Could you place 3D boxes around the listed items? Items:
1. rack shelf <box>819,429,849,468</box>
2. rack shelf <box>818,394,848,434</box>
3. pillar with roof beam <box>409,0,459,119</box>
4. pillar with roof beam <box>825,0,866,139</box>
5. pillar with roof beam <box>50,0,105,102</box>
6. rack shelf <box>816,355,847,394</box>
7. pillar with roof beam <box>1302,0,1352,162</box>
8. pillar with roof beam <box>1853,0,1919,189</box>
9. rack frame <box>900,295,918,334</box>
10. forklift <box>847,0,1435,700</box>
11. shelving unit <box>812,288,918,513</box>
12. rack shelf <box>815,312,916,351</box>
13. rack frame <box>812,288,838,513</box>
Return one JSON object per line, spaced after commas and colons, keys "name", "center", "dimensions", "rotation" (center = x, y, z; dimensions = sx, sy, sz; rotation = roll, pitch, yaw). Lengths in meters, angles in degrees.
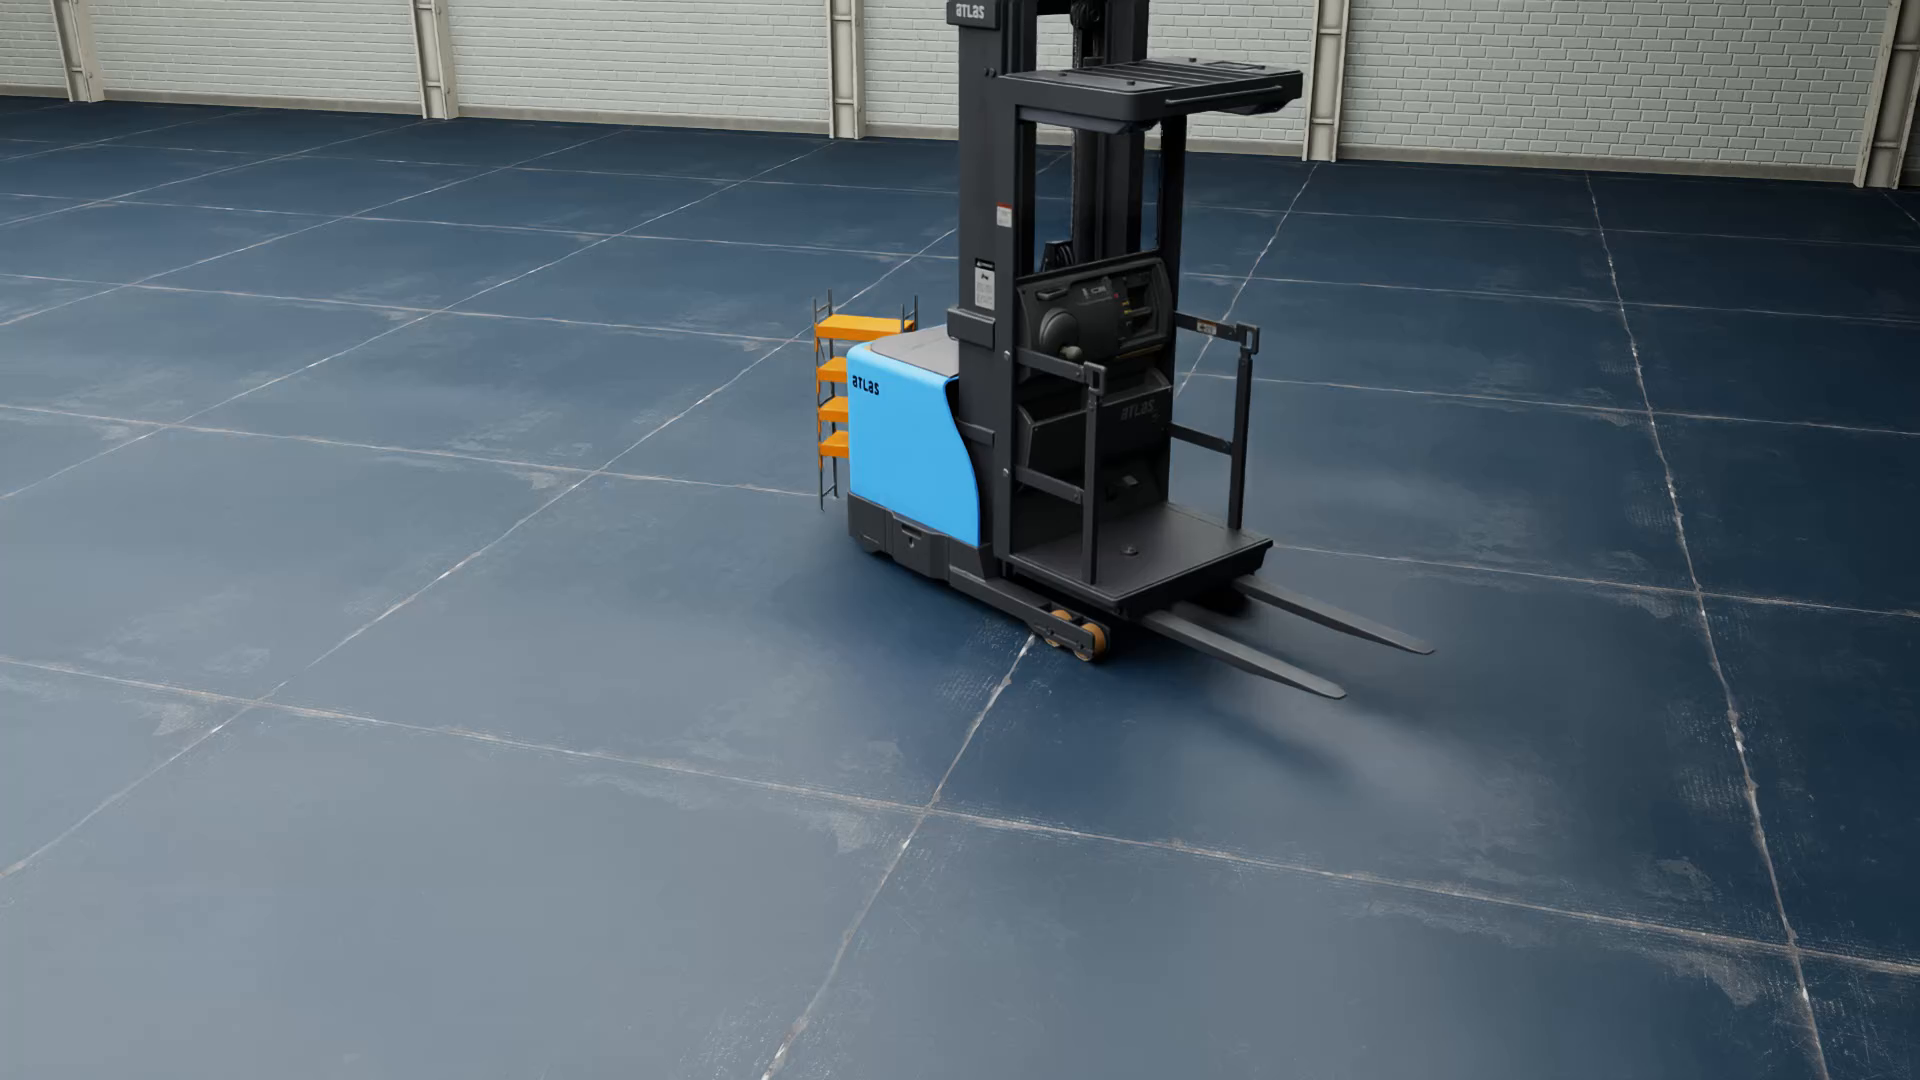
{"name": "rack shelf", "center": [-0.497, -0.476, 9.051], "dimensions": [0.480, 0.148, 0.258], "rotation": [7, 23, 16]}
{"name": "rack shelf", "center": [-0.497, -0.660, 8.975], "dimensions": [0.480, 0.148, 0.258], "rotation": [7, 23, 16]}
{"name": "pillar with roof beam", "center": [-8.433, -8.461, 17.539], "dimensions": [0.400, 9.000, 9.100], "rotation": [7, 23, 16]}
{"name": "pillar with roof beam", "center": [-2.689, -7.803, 15.936], "dimensions": [0.400, 9.000, 9.100], "rotation": [7, 23, 16]}
{"name": "pillar with roof beam", "center": [-14.177, -9.119, 19.143], "dimensions": [0.400, 9.000, 9.100], "rotation": [7, 23, 16]}
{"name": "rack shelf", "center": [-0.497, -0.867, 8.890], "dimensions": [0.480, 0.148, 0.258], "rotation": [7, 23, 16]}
{"name": "pillar with roof beam", "center": [3.055, -7.146, 14.332], "dimensions": [0.400, 9.000, 9.100], "rotation": [7, 23, 16]}
{"name": "pillar with roof beam", "center": [8.799, -6.488, 12.729], "dimensions": [0.400, 9.000, 9.100], "rotation": [7, 23, 16]}
{"name": "rack frame", "center": [-0.264, -0.694, 8.882], "dimensions": [0.015, 1.200, 0.240], "rotation": [7, 23, 16]}
{"name": "forklift", "center": [0.766, -1.032, 7.423], "dimensions": [1.130, 2.935, 3.031], "rotation": [-18, 29, -38]}
{"name": "shelving unit", "center": [-0.497, -0.722, 8.950], "dimensions": [0.503, 1.200, 0.258], "rotation": [7, 23, 16]}
{"name": "rack shelf", "center": [-0.497, -1.086, 8.801], "dimensions": [0.480, 0.148, 0.258], "rotation": [7, 23, 16]}
{"name": "rack frame", "center": [-0.730, -0.750, 9.018], "dimensions": [0.015, 1.200, 0.240], "rotation": [7, 23, 16]}
